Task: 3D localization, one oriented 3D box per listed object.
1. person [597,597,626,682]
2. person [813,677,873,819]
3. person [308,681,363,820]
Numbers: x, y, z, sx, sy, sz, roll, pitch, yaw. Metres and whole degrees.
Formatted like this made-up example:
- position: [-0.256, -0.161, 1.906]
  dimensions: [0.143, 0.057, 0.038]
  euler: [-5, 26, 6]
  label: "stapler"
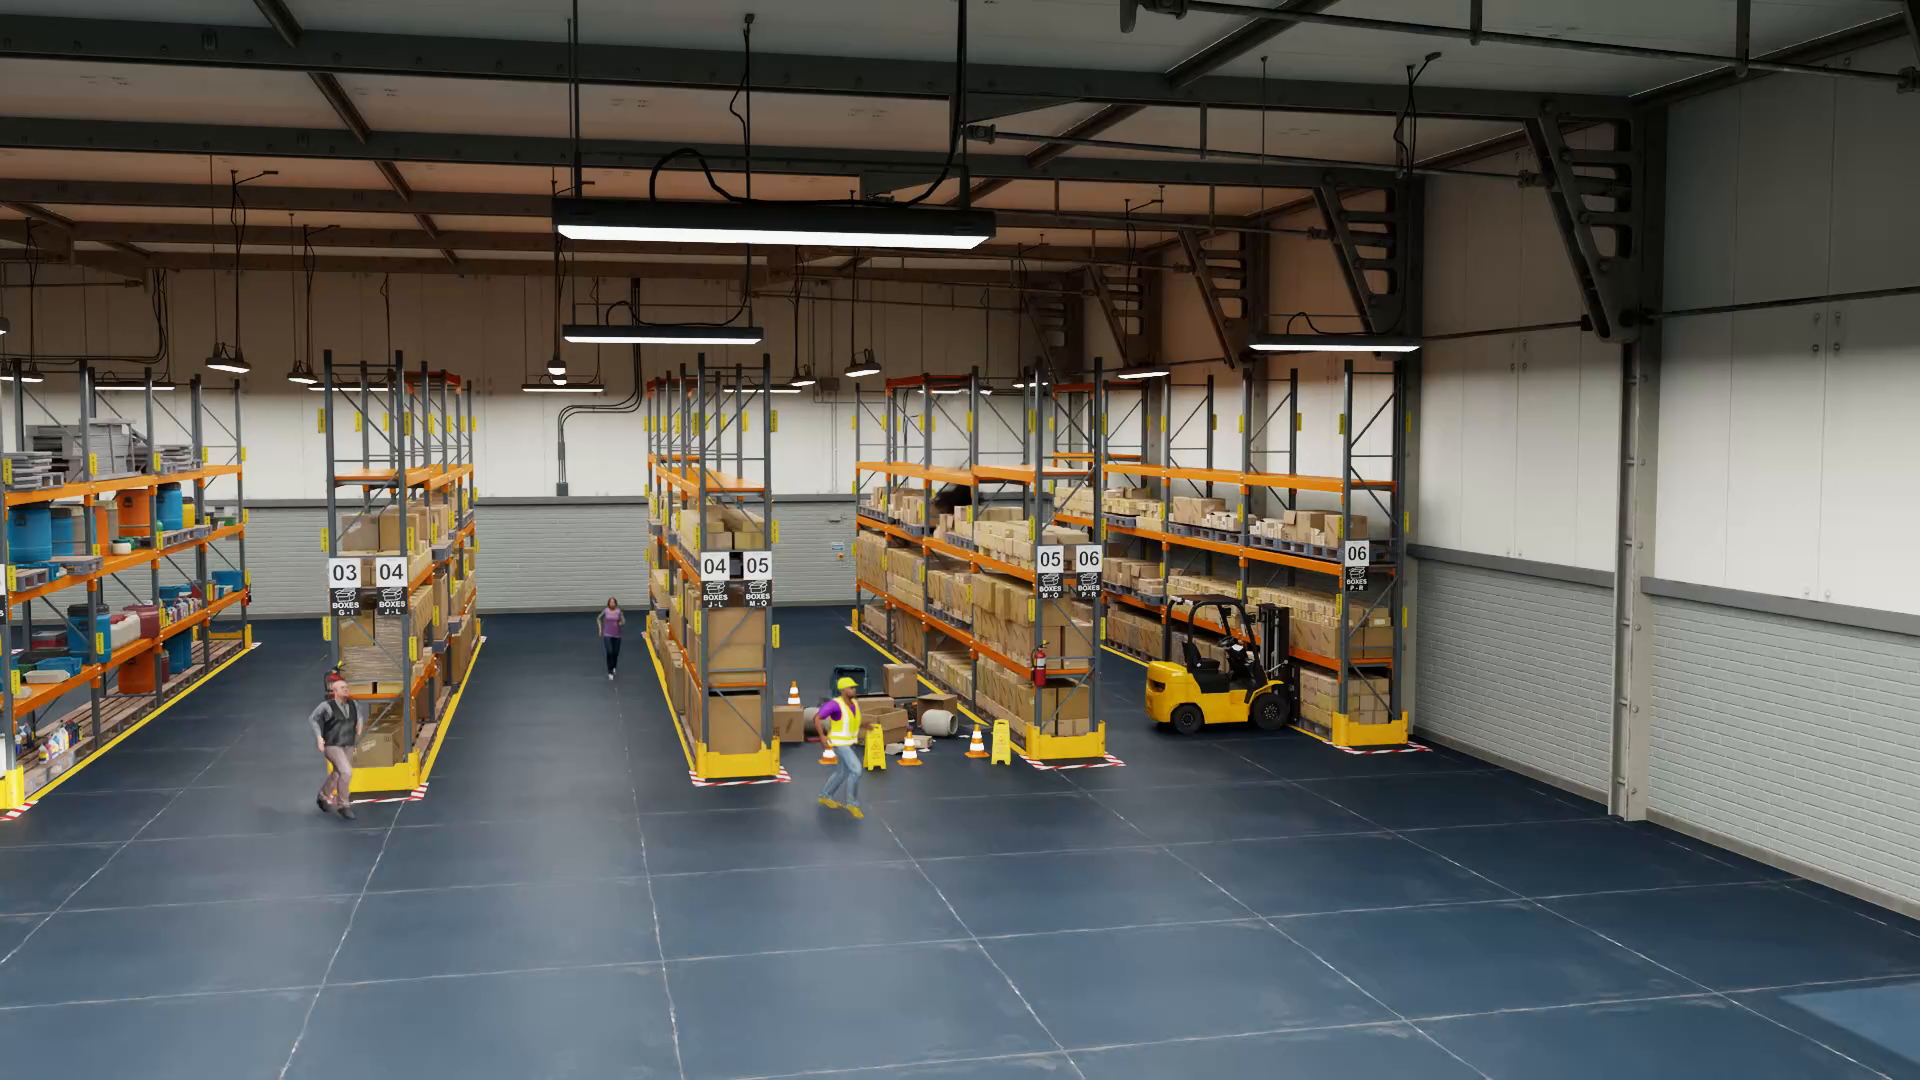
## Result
- position: [-6.822, 1.930, 32.603]
  dimensions: [0.510, 1.645, 0.733]
  euler: [-2, 4, -23]
  label: "person"
- position: [-1.500, 2.647, 21.340]
  dimensions: [0.777, 1.800, 0.708]
  euler: [2, 4, 27]
  label: "person"
- position: [-7.924, 2.651, 21.262]
  dimensions: [0.810, 1.733, 0.651]
  euler: [2, 5, 30]
  label: "person"
